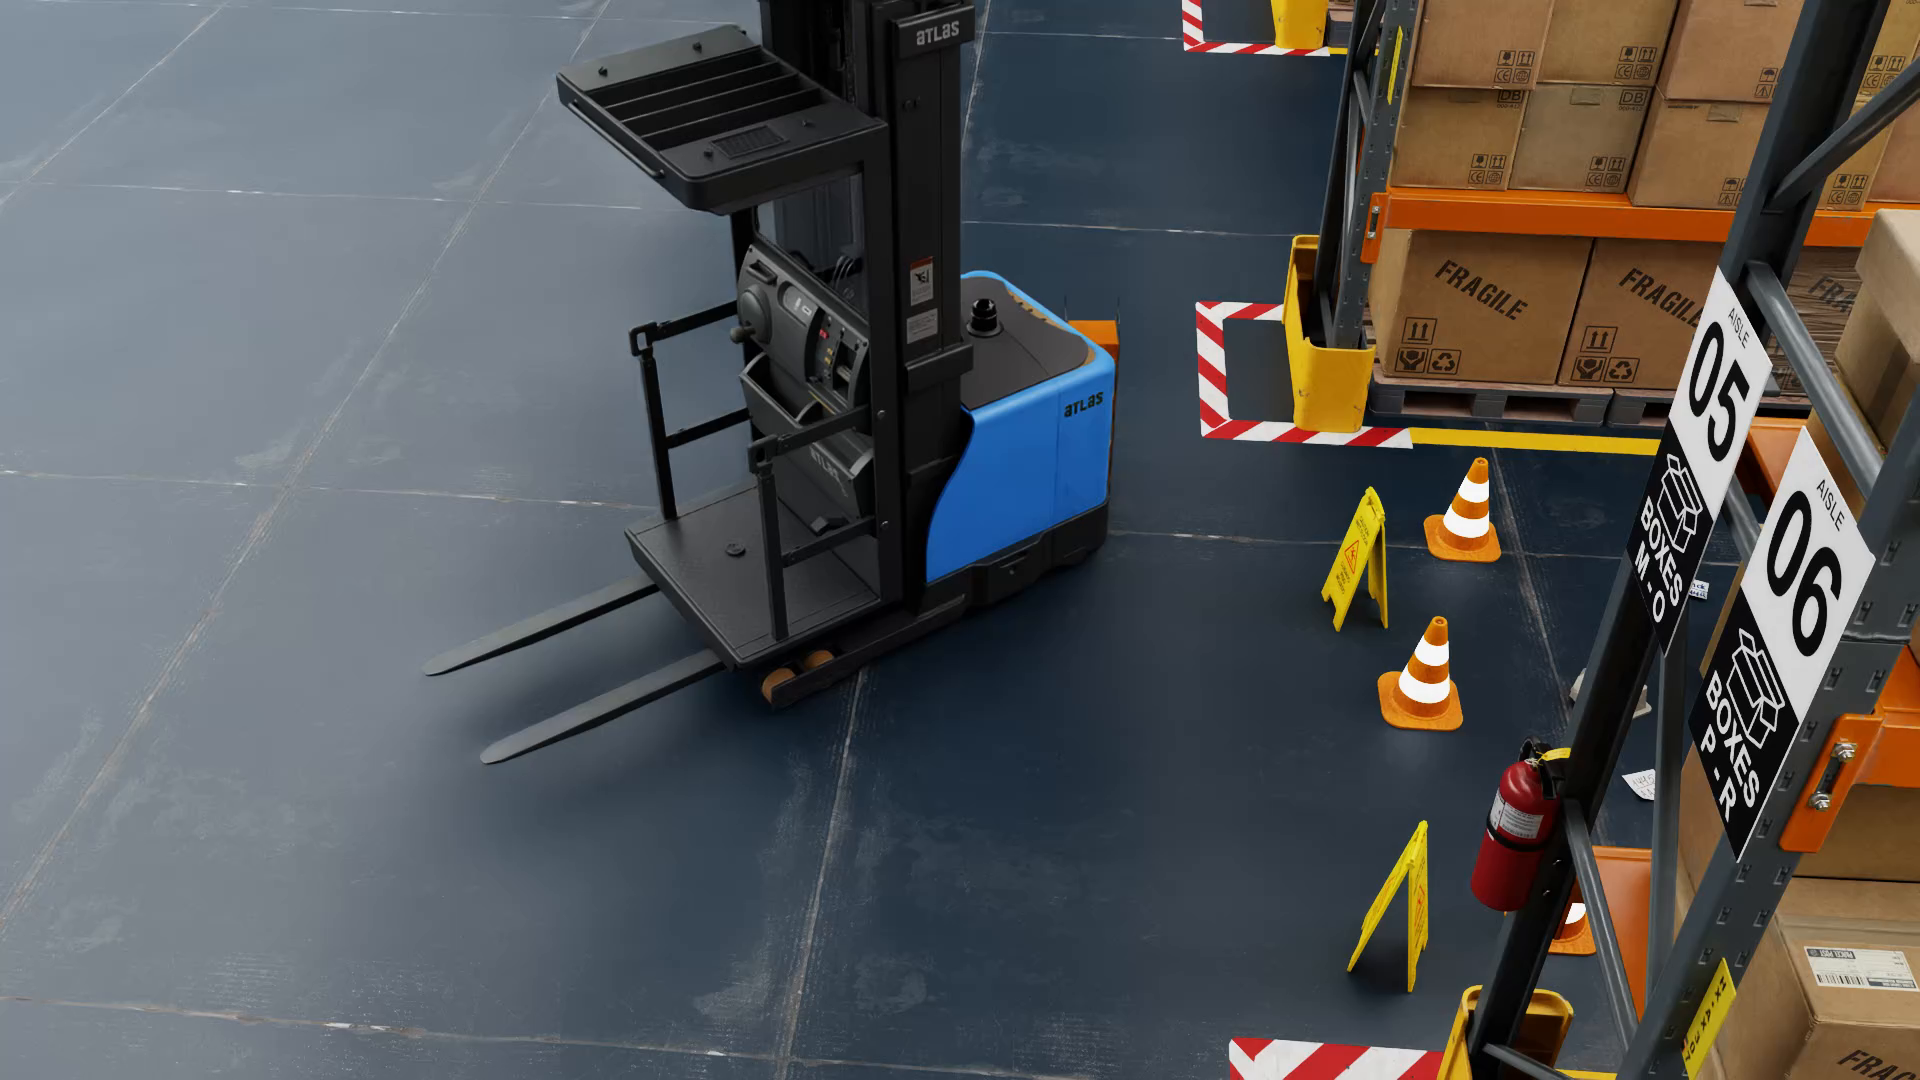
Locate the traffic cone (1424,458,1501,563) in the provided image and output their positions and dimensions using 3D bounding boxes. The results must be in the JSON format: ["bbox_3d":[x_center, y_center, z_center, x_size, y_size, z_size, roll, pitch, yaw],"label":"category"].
[{"bbox_3d":[2.390,-0.182,7.777,0.334,0.463,0.336,3,39,4],"label":"traffic cone"}]

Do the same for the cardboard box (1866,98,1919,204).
[{"bbox_3d":[4.522,-2.060,7.956,0.550,0.550,0.875,3,39,4],"label":"cardboard box"}]

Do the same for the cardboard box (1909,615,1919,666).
[{"bbox_3d":[1.960,0.188,3.137,0.250,0.149,0.380,3,39,4],"label":"cardboard box"}]

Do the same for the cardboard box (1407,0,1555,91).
[{"bbox_3d":[2.350,-2.520,7.666,0.550,0.550,0.875,3,39,4],"label":"cardboard box"}]

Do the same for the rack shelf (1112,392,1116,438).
[{"bbox_3d":[0.607,-0.651,7.906,0.240,0.259,0.215,0,39,0],"label":"rack shelf"}]

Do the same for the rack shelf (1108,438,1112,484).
[{"bbox_3d":[0.607,-0.436,8.081,0.240,0.259,0.215,0,39,0],"label":"rack shelf"}]

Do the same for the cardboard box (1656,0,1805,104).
[{"bbox_3d":[3.452,-2.432,7.558,0.550,0.550,0.875,3,39,4],"label":"cardboard box"}]

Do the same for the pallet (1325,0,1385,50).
[{"bbox_3d":[3.394,-4.049,12.728,1.213,0.211,1.003,3,39,4],"label":"pallet"}]

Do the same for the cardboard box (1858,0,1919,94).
[{"bbox_3d":[3.991,-2.485,7.623,0.500,0.550,0.875,3,39,4],"label":"cardboard box"}]

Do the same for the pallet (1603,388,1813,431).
[{"bbox_3d":[3.999,-0.944,8.913,1.213,0.211,1.003,3,39,4],"label":"pallet"}]

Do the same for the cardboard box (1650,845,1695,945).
[{"bbox_3d":[2.048,1.014,4.497,0.250,0.149,0.380,4,39,5],"label":"cardboard box"}]

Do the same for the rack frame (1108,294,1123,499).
[{"bbox_3d":[0.729,-0.659,7.899,0.008,1.050,0.200,0,39,0],"label":"rack frame"}]

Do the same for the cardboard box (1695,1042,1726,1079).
[{"bbox_3d":[1.978,1.277,4.174,0.250,0.149,0.380,3,39,4],"label":"cardboard box"}]

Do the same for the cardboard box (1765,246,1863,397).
[{"bbox_3d":[4.450,-1.333,8.533,0.875,0.875,0.875,3,39,4],"label":"cardboard box"}]

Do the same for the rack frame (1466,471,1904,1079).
[{"bbox_3d":[1.657,1.031,4.277,0.127,3.000,1.000,3,39,4],"label":"rack frame"}]

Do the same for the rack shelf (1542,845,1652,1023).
[{"bbox_3d":[3.650,1.419,4.371,4.000,0.370,1.077,3,39,4],"label":"rack shelf"}]

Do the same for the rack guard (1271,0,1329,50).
[{"bbox_3d":[2.588,-4.228,12.719,0.348,0.500,1.175,3,39,4],"label":"rack guard"}]

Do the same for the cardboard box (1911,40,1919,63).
[{"bbox_3d":[4.520,-2.461,7.594,0.550,0.550,0.875,3,39,4],"label":"cardboard box"}]

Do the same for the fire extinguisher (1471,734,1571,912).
[{"bbox_3d":[1.583,0.765,4.666,0.183,0.674,0.296,3,39,4],"label":"fire extinguisher"}]

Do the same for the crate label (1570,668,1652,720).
[{"bbox_3d":[2.743,0.641,7.025,0.298,0.136,0.250,-16,42,-19],"label":"crate label"}]

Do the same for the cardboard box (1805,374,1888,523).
[{"bbox_3d":[2.037,-0.191,3.602,0.250,0.149,0.380,3,39,4],"label":"cardboard box"}]

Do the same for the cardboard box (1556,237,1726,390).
[{"bbox_3d":[3.542,-1.384,8.596,0.875,0.875,0.875,3,39,3],"label":"cardboard box"}]

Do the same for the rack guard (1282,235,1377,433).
[{"bbox_3d":[1.960,-1.119,8.900,0.348,0.500,1.175,3,39,4],"label":"rack guard"}]

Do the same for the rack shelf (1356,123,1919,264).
[{"bbox_3d":[3.976,-1.700,8.202,4.000,0.370,1.077,3,39,4],"label":"rack shelf"}]

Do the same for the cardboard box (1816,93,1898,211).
[{"bbox_3d":[3.986,-2.025,7.914,0.500,0.550,0.875,3,39,4],"label":"cardboard box"}]

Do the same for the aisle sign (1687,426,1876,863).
[{"bbox_3d":[1.569,0.215,3.221,0.004,0.787,0.394,3,39,4],"label":"aisle sign"}]

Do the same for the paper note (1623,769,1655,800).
[{"bbox_3d":[2.771,0.982,6.689,0.142,0.019,0.148,-10,40,-12],"label":"paper note"}]

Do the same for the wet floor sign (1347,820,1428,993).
[{"bbox_3d":[1.560,1.261,5.860,0.232,0.644,0.267,16,42,19],"label":"wet floor sign"}]

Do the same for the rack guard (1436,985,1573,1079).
[{"bbox_3d":[1.733,2.005,5.061,0.348,0.500,1.175,3,39,4],"label":"rack guard"}]

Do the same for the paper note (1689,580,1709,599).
[{"bbox_3d":[3.358,0.216,7.633,0.142,0.017,0.144,16,42,19],"label":"paper note"}]

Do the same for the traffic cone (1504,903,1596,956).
[{"bbox_3d":[2.197,1.227,6.046,0.334,0.463,0.336,3,39,4],"label":"traffic cone"}]

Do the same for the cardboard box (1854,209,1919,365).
[{"bbox_3d":[2.020,-0.511,3.364,0.250,0.149,0.380,3,39,4],"label":"cardboard box"}]

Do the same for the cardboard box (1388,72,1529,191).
[{"bbox_3d":[2.357,-2.154,8.072,0.550,0.550,0.875,3,39,4],"label":"cardboard box"}]

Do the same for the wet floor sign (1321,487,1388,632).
[{"bbox_3d":[1.784,0.069,7.324,0.232,0.644,0.267,-3,39,-4],"label":"wet floor sign"}]

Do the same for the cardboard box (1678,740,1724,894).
[{"bbox_3d":[2.222,0.733,4.329,0.500,0.500,0.500,2,39,3],"label":"cardboard box"}]

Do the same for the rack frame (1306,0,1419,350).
[{"bbox_3d":[1.984,-2.087,8.109,0.127,3.000,1.000,3,39,4],"label":"rack frame"}]

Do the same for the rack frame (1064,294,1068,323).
[{"bbox_3d":[0.485,-0.660,7.900,0.008,1.050,0.200,0,39,0],"label":"rack frame"}]

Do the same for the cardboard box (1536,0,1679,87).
[{"bbox_3d":[2.906,-2.548,7.700,0.550,0.550,0.875,3,39,4],"label":"cardboard box"}]

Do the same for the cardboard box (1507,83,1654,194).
[{"bbox_3d":[2.907,-2.138,8.052,0.550,0.550,0.875,3,39,4],"label":"cardboard box"}]

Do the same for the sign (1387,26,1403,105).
[{"bbox_3d":[1.930,-2.105,7.382,0.005,0.325,0.100,3,39,4],"label":"sign"}]

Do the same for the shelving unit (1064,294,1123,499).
[{"bbox_3d":[0.607,-0.660,7.899,0.252,1.050,0.215,0,39,0],"label":"shelving unit"}]

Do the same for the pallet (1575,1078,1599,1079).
[{"bbox_3d":[2.539,2.183,5.071,1.213,0.211,1.003,3,39,4],"label":"pallet"}]

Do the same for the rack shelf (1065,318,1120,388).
[{"bbox_3d":[0.607,-0.872,7.727,0.240,0.259,0.215,0,39,0],"label":"rack shelf"}]

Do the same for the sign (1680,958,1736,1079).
[{"bbox_3d":[1.611,1.037,3.585,0.005,0.325,0.100,3,39,4],"label":"sign"}]

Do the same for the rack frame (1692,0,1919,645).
[{"bbox_3d":[1.657,-1.295,2.384,0.127,3.000,1.000,3,39,4],"label":"rack frame"}]

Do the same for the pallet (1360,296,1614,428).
[{"bbox_3d":[2.787,-1.012,8.996,1.213,0.211,1.003,3,39,4],"label":"pallet"}]

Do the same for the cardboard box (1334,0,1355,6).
[{"bbox_3d":[3.133,-4.350,12.536,0.500,0.500,0.500,10,40,12],"label":"cardboard box"}]

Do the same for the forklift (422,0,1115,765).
[{"bbox_3d":[-0.808,-0.808,6.591,3.031,2.935,1.130,-24,45,-26],"label":"forklift"}]

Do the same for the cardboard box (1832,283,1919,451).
[{"bbox_3d":[2.190,-0.331,3.458,0.500,0.250,0.500,3,39,3],"label":"cardboard box"}]

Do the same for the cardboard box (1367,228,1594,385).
[{"bbox_3d":[2.665,-1.431,8.653,0.875,0.875,0.875,3,39,4],"label":"cardboard box"}]

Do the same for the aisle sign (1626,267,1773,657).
[{"bbox_3d":[1.620,-0.163,3.685,0.004,0.787,0.394,3,39,4],"label":"aisle sign"}]

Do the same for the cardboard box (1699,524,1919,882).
[{"bbox_3d":[2.185,0.380,3.971,0.500,0.500,0.700,2,39,3],"label":"cardboard box"}]

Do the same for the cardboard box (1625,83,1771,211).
[{"bbox_3d":[3.454,-2.028,7.917,0.550,0.550,0.875,3,39,4],"label":"cardboard box"}]

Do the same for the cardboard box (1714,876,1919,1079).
[{"bbox_3d":[2.105,1.077,3.906,0.500,0.500,0.500,3,39,3],"label":"cardboard box"}]

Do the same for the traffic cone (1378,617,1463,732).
[{"bbox_3d":[1.954,0.511,6.927,0.334,0.463,0.336,3,39,4],"label":"traffic cone"}]

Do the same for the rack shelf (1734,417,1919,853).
[{"bbox_3d":[3.650,0.256,3.424,4.000,0.370,1.077,3,39,4],"label":"rack shelf"}]
